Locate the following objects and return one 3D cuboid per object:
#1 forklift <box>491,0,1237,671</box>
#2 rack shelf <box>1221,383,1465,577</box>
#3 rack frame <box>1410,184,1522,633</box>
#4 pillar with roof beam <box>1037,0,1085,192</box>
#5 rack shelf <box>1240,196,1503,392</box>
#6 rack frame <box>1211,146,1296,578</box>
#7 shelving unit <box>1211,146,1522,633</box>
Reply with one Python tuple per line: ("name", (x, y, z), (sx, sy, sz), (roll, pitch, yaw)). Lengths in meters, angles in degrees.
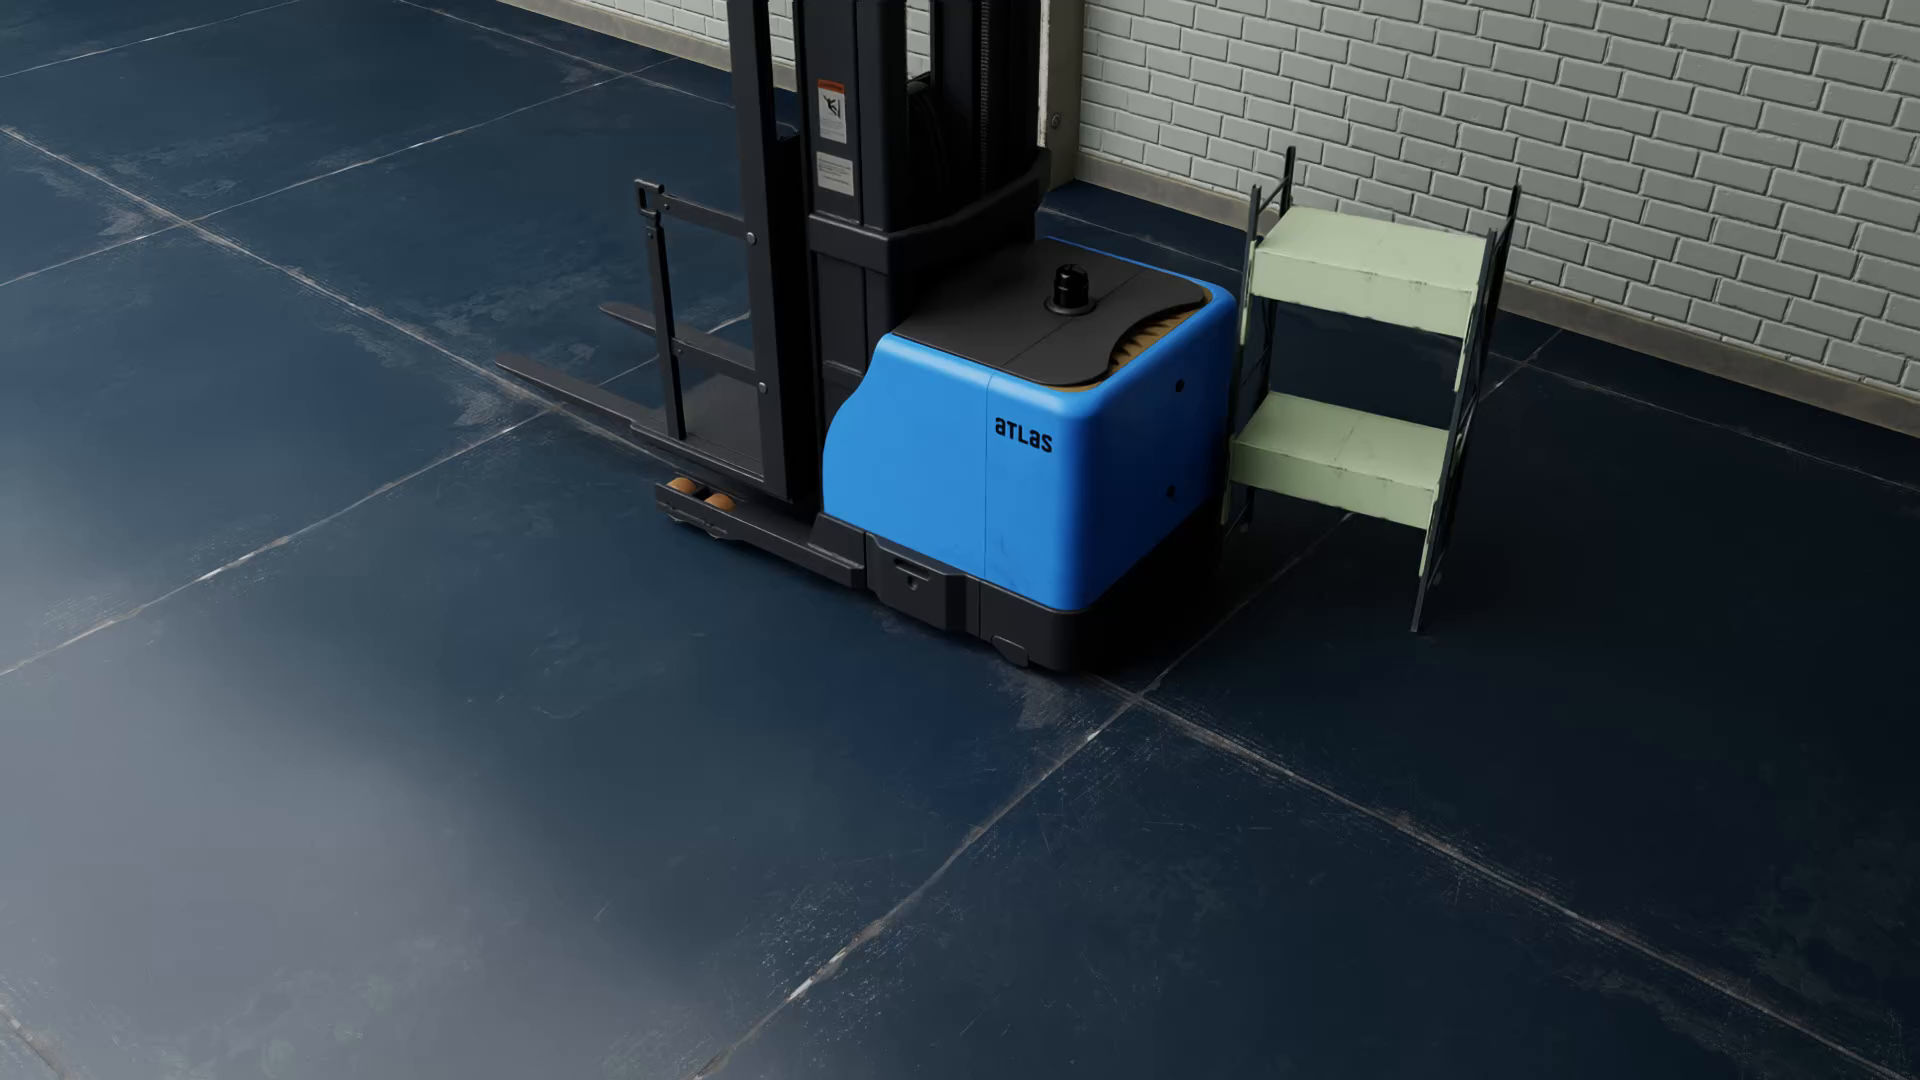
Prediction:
("forklift", (-0.544, -1.433, 5.748), (3.031, 2.935, 1.130), (22, 40, 29))
("rack shelf", (1.339, -0.221, 5.823), (0.720, 0.370, 0.431), (16, 38, 22))
("rack frame", (1.667, -0.397, 5.504), (0.023, 1.500, 0.400), (16, 38, 22))
("pillar with roof beam", (-2.353, -3.847, 3.902), (0.400, 9.000, 9.100), (25, 42, 32))
("rack shelf", (1.339, -0.812, 5.418), (0.720, 0.370, 0.431), (16, 38, 22))
("rack frame", (1.012, -0.582, 5.773), (0.023, 1.500, 0.400), (16, 38, 22))
("shelving unit", (1.339, -0.490, 5.639), (0.755, 1.500, 0.431), (16, 38, 22))
